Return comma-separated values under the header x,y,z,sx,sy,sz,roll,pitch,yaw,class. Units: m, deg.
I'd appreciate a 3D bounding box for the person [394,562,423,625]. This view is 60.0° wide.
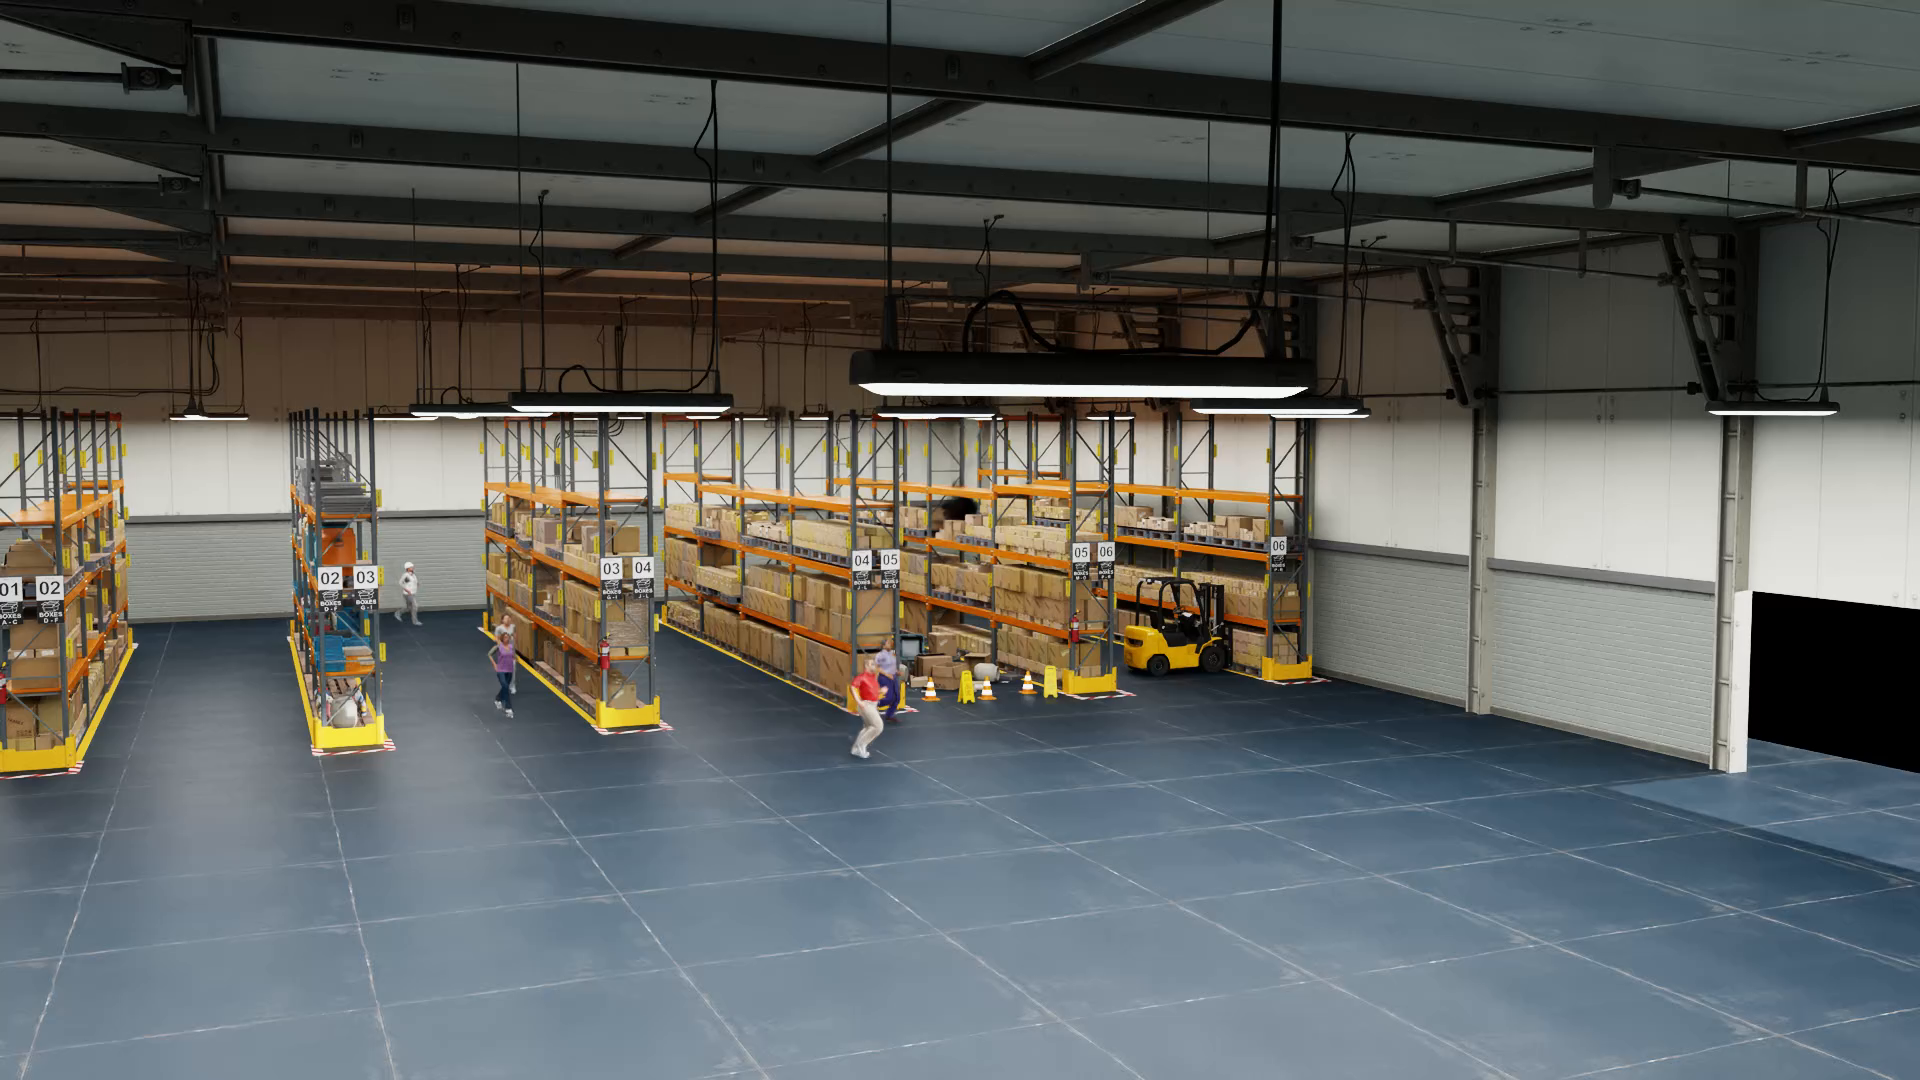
x,y,z,sx,sy,sz,roll,pitch,yaw,class
-15.651,1.522,47.152,0.863,1.781,0.654,0,4,2,person

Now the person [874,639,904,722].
x,y,z,sx,sy,sz,roll,pitch,yaw,class
-1.419,2.688,31.944,0.578,1.593,0.605,2,4,27,person

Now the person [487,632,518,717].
x,y,z,sx,sy,sz,roll,pitch,yaw,class
-8.967,2.620,32.750,0.534,1.626,0.830,-4,6,-44,person

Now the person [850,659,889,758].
x,y,z,sx,sy,sz,roll,pitch,yaw,class
-1.550,2.878,28.488,0.661,1.688,0.658,1,4,12,person

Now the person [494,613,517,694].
x,y,z,sx,sy,sz,roll,pitch,yaw,class
-9.696,2.393,35.521,0.518,1.696,0.887,-2,4,-22,person
